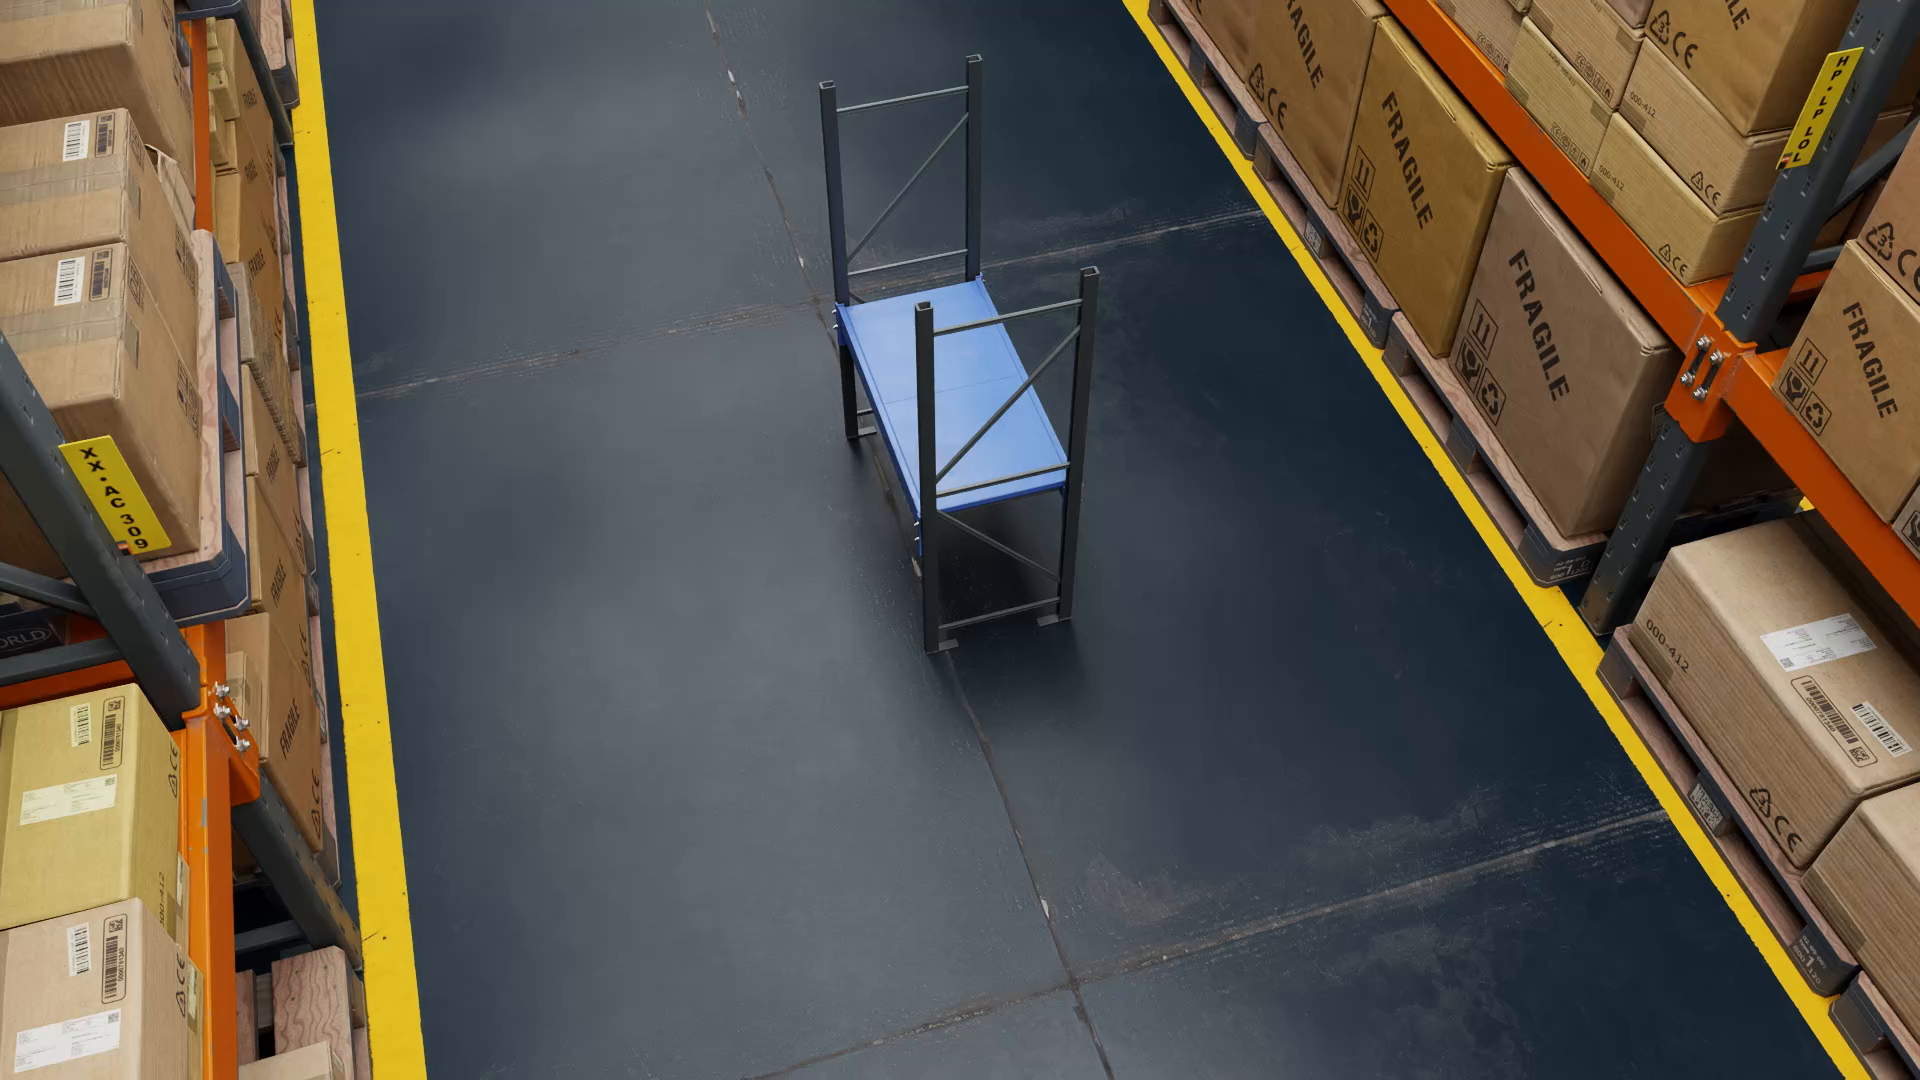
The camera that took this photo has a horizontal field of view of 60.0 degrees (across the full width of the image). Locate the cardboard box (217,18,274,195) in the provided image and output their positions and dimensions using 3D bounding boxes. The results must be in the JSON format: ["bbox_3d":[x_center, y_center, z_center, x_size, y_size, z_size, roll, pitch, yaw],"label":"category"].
[{"bbox_3d":[-3.040,-1.666,6.553,0.500,0.500,0.500,-12,51,-10],"label":"cardboard box"}]

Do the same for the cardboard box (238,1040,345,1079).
[{"bbox_3d":[-1.743,1.449,4.157,0.380,0.149,0.250,-15,51,-12],"label":"cardboard box"}]

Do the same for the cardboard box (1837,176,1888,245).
[{"bbox_3d":[2.675,-1.133,4.841,0.500,0.250,0.500,-14,51,-12],"label":"cardboard box"}]

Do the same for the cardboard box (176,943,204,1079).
[{"bbox_3d":[-1.655,0.951,3.151,0.380,0.149,0.250,-12,51,-10],"label":"cardboard box"}]

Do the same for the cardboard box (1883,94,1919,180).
[{"bbox_3d":[2.692,-1.298,4.654,0.500,0.250,0.500,-15,51,-12],"label":"cardboard box"}]

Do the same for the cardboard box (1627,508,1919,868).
[{"bbox_3d":[2.636,0.373,4.875,0.875,0.438,0.875,-14,51,-12],"label":"cardboard box"}]

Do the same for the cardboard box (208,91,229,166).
[{"bbox_3d":[-2.837,-1.438,5.936,0.380,0.149,0.250,-15,51,-12],"label":"cardboard box"}]

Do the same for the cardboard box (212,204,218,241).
[{"bbox_3d":[-2.728,-1.052,5.611,0.380,0.149,0.250,-14,51,-12],"label":"cardboard box"}]

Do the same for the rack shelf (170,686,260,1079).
[{"bbox_3d":[-1.596,2.017,2.558,1.077,0.370,4.000,-13,51,-11],"label":"rack shelf"}]

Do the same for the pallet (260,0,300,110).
[{"bbox_3d":[-3.577,-2.308,7.558,1.003,0.211,1.213,-13,51,-11],"label":"pallet"}]

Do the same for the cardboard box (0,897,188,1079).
[{"bbox_3d":[-1.642,0.956,2.885,0.500,0.250,0.500,-13,51,-11],"label":"cardboard box"}]

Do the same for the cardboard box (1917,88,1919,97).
[{"bbox_3d":[2.697,-1.541,4.368,0.500,0.500,0.500,-13,51,-11],"label":"cardboard box"}]

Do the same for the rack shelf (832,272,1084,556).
[{"bbox_3d":[-0.025,-0.430,5.367,0.538,0.185,1.000,-13,51,-11],"label":"rack shelf"}]

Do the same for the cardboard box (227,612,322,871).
[{"bbox_3d":[-2.116,0.591,4.650,0.500,0.500,0.500,-11,51,-9],"label":"cardboard box"}]

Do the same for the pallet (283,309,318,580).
[{"bbox_3d":[-2.829,-0.255,5.827,1.003,0.211,1.213,-13,51,-11],"label":"pallet"}]

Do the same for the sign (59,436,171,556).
[{"bbox_3d":[-1.672,-0.083,3.292,0.100,0.325,0.005,-13,51,-11],"label":"sign"}]

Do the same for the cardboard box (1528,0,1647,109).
[{"bbox_3d":[2.035,-1.544,4.861,0.500,0.250,0.500,-12,51,-10],"label":"cardboard box"}]

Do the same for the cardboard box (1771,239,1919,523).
[{"bbox_3d":[2.441,-0.431,4.086,0.500,0.500,0.500,-12,51,-10],"label":"cardboard box"}]

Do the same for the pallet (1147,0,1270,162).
[{"bbox_3d":[1.531,-2.230,7.492,1.003,0.211,1.213,-13,51,-11],"label":"pallet"}]

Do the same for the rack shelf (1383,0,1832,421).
[{"bbox_3d":[1.961,-2.029,5.969,1.077,0.370,4.000,-13,51,-11],"label":"rack shelf"}]

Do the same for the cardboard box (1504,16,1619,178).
[{"bbox_3d":[2.030,-1.395,5.062,0.500,0.250,0.500,-14,51,-11],"label":"cardboard box"}]

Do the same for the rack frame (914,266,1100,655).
[{"bbox_3d":[0.125,-0.174,4.916,0.500,1.500,0.032,-13,51,-11],"label":"rack frame"}]

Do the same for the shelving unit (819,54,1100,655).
[{"bbox_3d":[-0.025,-0.546,5.229,0.538,1.500,1.048,-13,51,-11],"label":"shelving unit"}]

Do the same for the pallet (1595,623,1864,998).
[{"bbox_3d":[2.703,0.671,5.046,1.003,0.211,1.213,-13,51,-11],"label":"pallet"}]

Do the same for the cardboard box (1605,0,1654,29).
[{"bbox_3d":[2.021,-1.801,4.587,0.500,0.500,0.500,-12,51,-10],"label":"cardboard box"}]

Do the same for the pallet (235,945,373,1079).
[{"bbox_3d":[-1.986,1.725,4.158,1.003,0.211,1.213,-13,51,-11],"label":"pallet"}]

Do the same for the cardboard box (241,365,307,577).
[{"bbox_3d":[-2.426,-0.161,5.284,0.500,0.500,0.500,-15,51,-12],"label":"cardboard box"}]

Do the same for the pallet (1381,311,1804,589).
[{"bbox_3d":[2.253,-0.448,5.990,1.003,0.211,1.213,-13,51,-11],"label":"pallet"}]

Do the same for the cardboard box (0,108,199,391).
[{"bbox_3d":[-2.270,-0.625,3.975,0.700,0.500,0.500,-13,51,-11],"label":"cardboard box"}]

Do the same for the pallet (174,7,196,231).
[{"bbox_3d":[-2.791,-1.116,4.854,1.003,0.211,1.213,-13,51,-11],"label":"pallet"}]

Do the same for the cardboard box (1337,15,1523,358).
[{"bbox_3d":[2.018,-1.344,6.036,0.875,0.875,0.875,-12,51,-10],"label":"cardboard box"}]

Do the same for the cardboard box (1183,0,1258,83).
[{"bbox_3d":[1.495,-2.649,7.136,0.875,0.875,0.875,-14,51,-11],"label":"cardboard box"}]

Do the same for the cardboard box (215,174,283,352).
[{"bbox_3d":[-2.745,-0.917,5.921,0.500,0.500,0.500,-11,51,-9],"label":"cardboard box"}]

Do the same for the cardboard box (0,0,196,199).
[{"bbox_3d":[-2.502,-1.198,4.458,0.700,0.500,0.500,-14,51,-11],"label":"cardboard box"}]

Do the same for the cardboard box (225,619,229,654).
[{"bbox_3d":[-2.196,0.279,4.489,0.380,0.149,0.250,-15,51,-12],"label":"cardboard box"}]

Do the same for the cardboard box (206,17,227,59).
[{"bbox_3d":[-2.983,-1.832,6.269,0.380,0.149,0.250,-16,52,-13],"label":"cardboard box"}]

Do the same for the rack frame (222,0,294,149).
[{"bbox_3d":[-3.371,-2.597,5.977,1.000,3.000,0.127,-13,51,-11],"label":"rack frame"}]
